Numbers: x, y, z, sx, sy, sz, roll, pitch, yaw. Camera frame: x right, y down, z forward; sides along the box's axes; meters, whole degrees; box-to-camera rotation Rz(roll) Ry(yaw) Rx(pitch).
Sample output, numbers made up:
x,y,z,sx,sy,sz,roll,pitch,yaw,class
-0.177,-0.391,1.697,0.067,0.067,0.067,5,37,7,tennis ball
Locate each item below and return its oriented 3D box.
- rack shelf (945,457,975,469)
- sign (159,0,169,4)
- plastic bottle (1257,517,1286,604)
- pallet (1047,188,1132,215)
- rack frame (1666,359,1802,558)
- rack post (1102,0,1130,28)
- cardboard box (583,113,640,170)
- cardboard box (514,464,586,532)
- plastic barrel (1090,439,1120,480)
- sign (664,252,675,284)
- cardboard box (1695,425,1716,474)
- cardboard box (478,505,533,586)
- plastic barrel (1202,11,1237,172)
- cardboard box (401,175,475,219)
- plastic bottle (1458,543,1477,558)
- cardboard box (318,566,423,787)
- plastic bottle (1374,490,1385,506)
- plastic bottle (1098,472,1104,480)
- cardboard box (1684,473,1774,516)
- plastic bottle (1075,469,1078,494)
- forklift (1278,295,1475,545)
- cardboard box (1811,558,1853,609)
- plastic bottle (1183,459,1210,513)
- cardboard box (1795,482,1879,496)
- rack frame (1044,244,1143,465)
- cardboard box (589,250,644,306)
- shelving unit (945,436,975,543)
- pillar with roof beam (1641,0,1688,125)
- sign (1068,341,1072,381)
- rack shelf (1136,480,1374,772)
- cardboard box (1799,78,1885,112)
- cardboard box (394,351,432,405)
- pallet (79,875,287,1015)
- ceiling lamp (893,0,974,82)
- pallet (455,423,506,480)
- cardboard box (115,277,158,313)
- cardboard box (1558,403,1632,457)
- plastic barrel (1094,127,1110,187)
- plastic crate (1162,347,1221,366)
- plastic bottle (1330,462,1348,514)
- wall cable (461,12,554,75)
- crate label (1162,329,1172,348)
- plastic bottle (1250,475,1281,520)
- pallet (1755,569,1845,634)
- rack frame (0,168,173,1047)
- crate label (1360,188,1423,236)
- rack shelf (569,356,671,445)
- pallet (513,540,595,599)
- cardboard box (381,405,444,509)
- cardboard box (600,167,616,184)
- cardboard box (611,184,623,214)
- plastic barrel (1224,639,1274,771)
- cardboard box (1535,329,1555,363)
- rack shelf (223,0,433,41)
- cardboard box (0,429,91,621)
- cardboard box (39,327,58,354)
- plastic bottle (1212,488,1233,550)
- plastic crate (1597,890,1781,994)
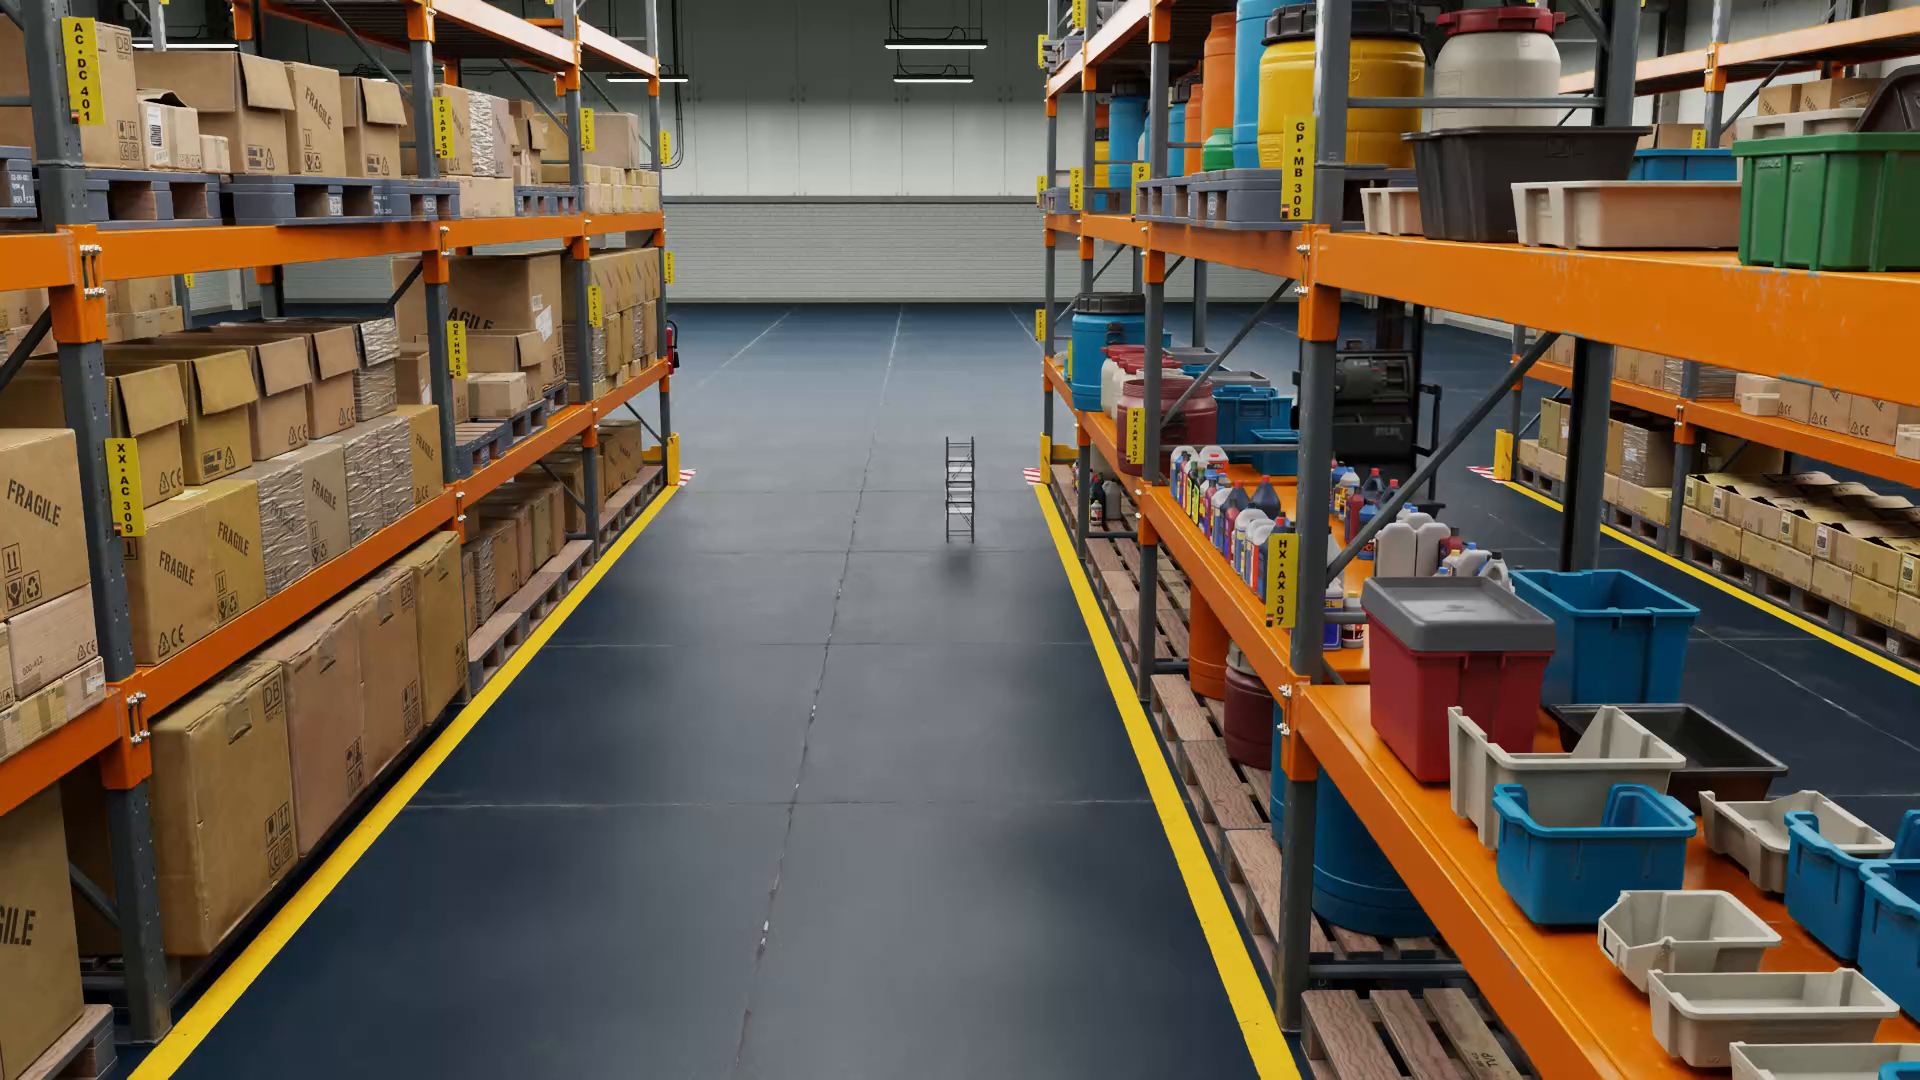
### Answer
x,y,z,sx,sy,sz,roll,pitch,yaw,class
0.000,-0.671,14.415,0.258,0.077,0.200,0,11,-1,rack shelf
-7.977,-5.528,16.628,0.100,0.325,0.005,0,11,-1,sign
1.291,0.078,6.752,0.144,0.351,0.185,0,11,-1,plastic bottle
1.363,-2.838,13.936,1.213,0.211,1.003,0,11,-1,pallet
6.428,-1.337,13.607,1.000,3.000,0.127,0,11,-1,rack frame
1.603,-3.965,10.967,1.013,1.000,3.121,0,11,-1,rack post
-3.274,-3.695,15.429,0.500,0.500,0.500,0,11,-1,cardboard box
-3.444,-0.358,14.010,0.500,0.500,0.500,-1,11,-3,cardboard box
1.494,-0.869,16.501,0.421,0.512,0.421,0,11,0,plastic barrel
-3.003,-2.813,17.175,0.100,0.325,0.005,0,11,-1,sign
6.714,-0.756,14.715,0.500,0.500,0.500,0,11,-1,cardboard box
-3.482,0.040,11.997,0.700,0.500,0.500,-1,12,-6,cardboard box
1.567,-2.296,8.652,0.600,0.830,0.708,0,11,-1,plastic barrel
-3.149,-1.993,9.673,0.500,0.250,0.500,0,11,0,cardboard box
2.030,0.146,6.619,0.097,0.271,0.097,0,11,0,plastic bottle
-3.389,0.648,8.110,1.225,0.875,0.875,0,11,-1,cardboard box
1.963,-0.096,7.782,0.061,0.283,0.133,0,11,-1,plastic bottle
1.271,-0.464,15.029,0.061,0.283,0.133,0,11,-1,plastic bottle
6.188,-0.387,13.373,0.500,0.311,0.500,0,11,-1,cardboard box
1.126,-0.562,15.539,0.097,0.271,0.097,0,11,0,plastic bottle
3.579,-1.474,14.455,1.130,2.935,3.031,-2,12,-8,forklift
6.235,0.293,11.428,0.500,0.250,0.500,0,11,0,cardboard box
1.254,-0.283,8.720,0.152,0.276,0.135,0,11,-1,plastic bottle
6.740,-0.288,12.883,0.500,0.311,0.500,0,11,0,cardboard box
1.393,-2.113,17.430,1.000,3.000,0.127,0,11,-1,rack frame
-3.276,-2.470,15.677,0.500,0.500,0.500,0,11,-1,cardboard box
0.000,-0.439,14.462,0.258,0.900,0.210,0,11,-1,shelving unit
7.625,-7.326,28.037,9.100,9.000,0.548,0,11,-1,pillar with roof beam
0.926,-1.453,13.483,0.100,0.325,0.005,0,11,-1,sign
1.600,0.227,7.703,1.077,0.370,4.000,0,11,-1,rack shelf
6.436,-3.071,12.045,0.500,0.500,0.500,1,12,4,cardboard box
-3.445,-0.864,9.968,0.500,0.500,0.500,-2,12,-8,cardboard box
-3.402,1.506,6.604,1.003,0.211,1.213,0,11,-1,pallet
-0.660,-12.964,41.145,2.000,3.185,0.800,0,11,-1,ceiling lamp
-3.515,-0.550,10.206,1.213,0.211,1.003,0,11,-1,pallet
-8.447,-2.512,16.305,0.875,0.550,0.550,0,11,-1,cardboard box
6.170,-1.052,16.174,0.500,0.500,0.500,0,11,-1,cardboard box
1.544,-3.655,15.957,0.600,0.588,0.600,0,11,0,plastic barrel
1.792,-1.254,13.036,0.402,0.464,0.583,0,11,-1,plastic crate
1.986,-0.273,8.686,0.097,0.271,0.097,0,11,0,plastic bottle
-12.876,-14.590,47.508,3.097,2.526,0.112,0,11,-1,wall cable
1.702,-1.766,15.629,0.502,0.435,0.616,0,11,-1,crate label
1.422,-0.131,7.785,0.144,0.351,0.185,0,11,-1,plastic bottle
6.511,0.419,11.965,1.003,0.211,1.213,0,11,-1,pallet
-3.311,0.293,5.572,1.000,3.000,0.127,0,11,-1,rack frame
1.362,-0.970,4.915,0.293,0.136,0.466,0,11,-1,crate label
-3.517,-1.343,15.442,1.077,0.370,4.000,0,11,-1,rack shelf
-3.458,0.224,12.925,1.003,0.211,1.213,0,11,-1,pallet
-3.135,-0.454,9.003,0.500,0.500,0.500,0,11,1,cardboard box
-3.199,-3.164,14.440,0.380,0.149,0.250,0,11,-2,cardboard box
-3.245,-2.989,14.579,0.500,0.250,0.500,-1,11,-3,cardboard box
1.609,0.775,8.204,0.600,0.588,0.708,0,11,-1,plastic barrel
6.342,-2.089,17.059,0.700,0.500,0.500,0,11,-1,cardboard box
-3.352,-2.496,7.046,1.077,0.370,4.000,0,11,-1,rack shelf
-3.034,-0.057,5.038,0.500,0.500,0.500,0,11,0,cardboard box
-8.384,-1.661,14.825,0.875,0.550,0.550,0,11,-1,cardboard box
1.273,-0.099,7.814,0.152,0.276,0.135,0,11,-1,plastic bottle
1.480,0.834,3.415,0.298,0.136,0.250,0,11,-1,plastic crate
